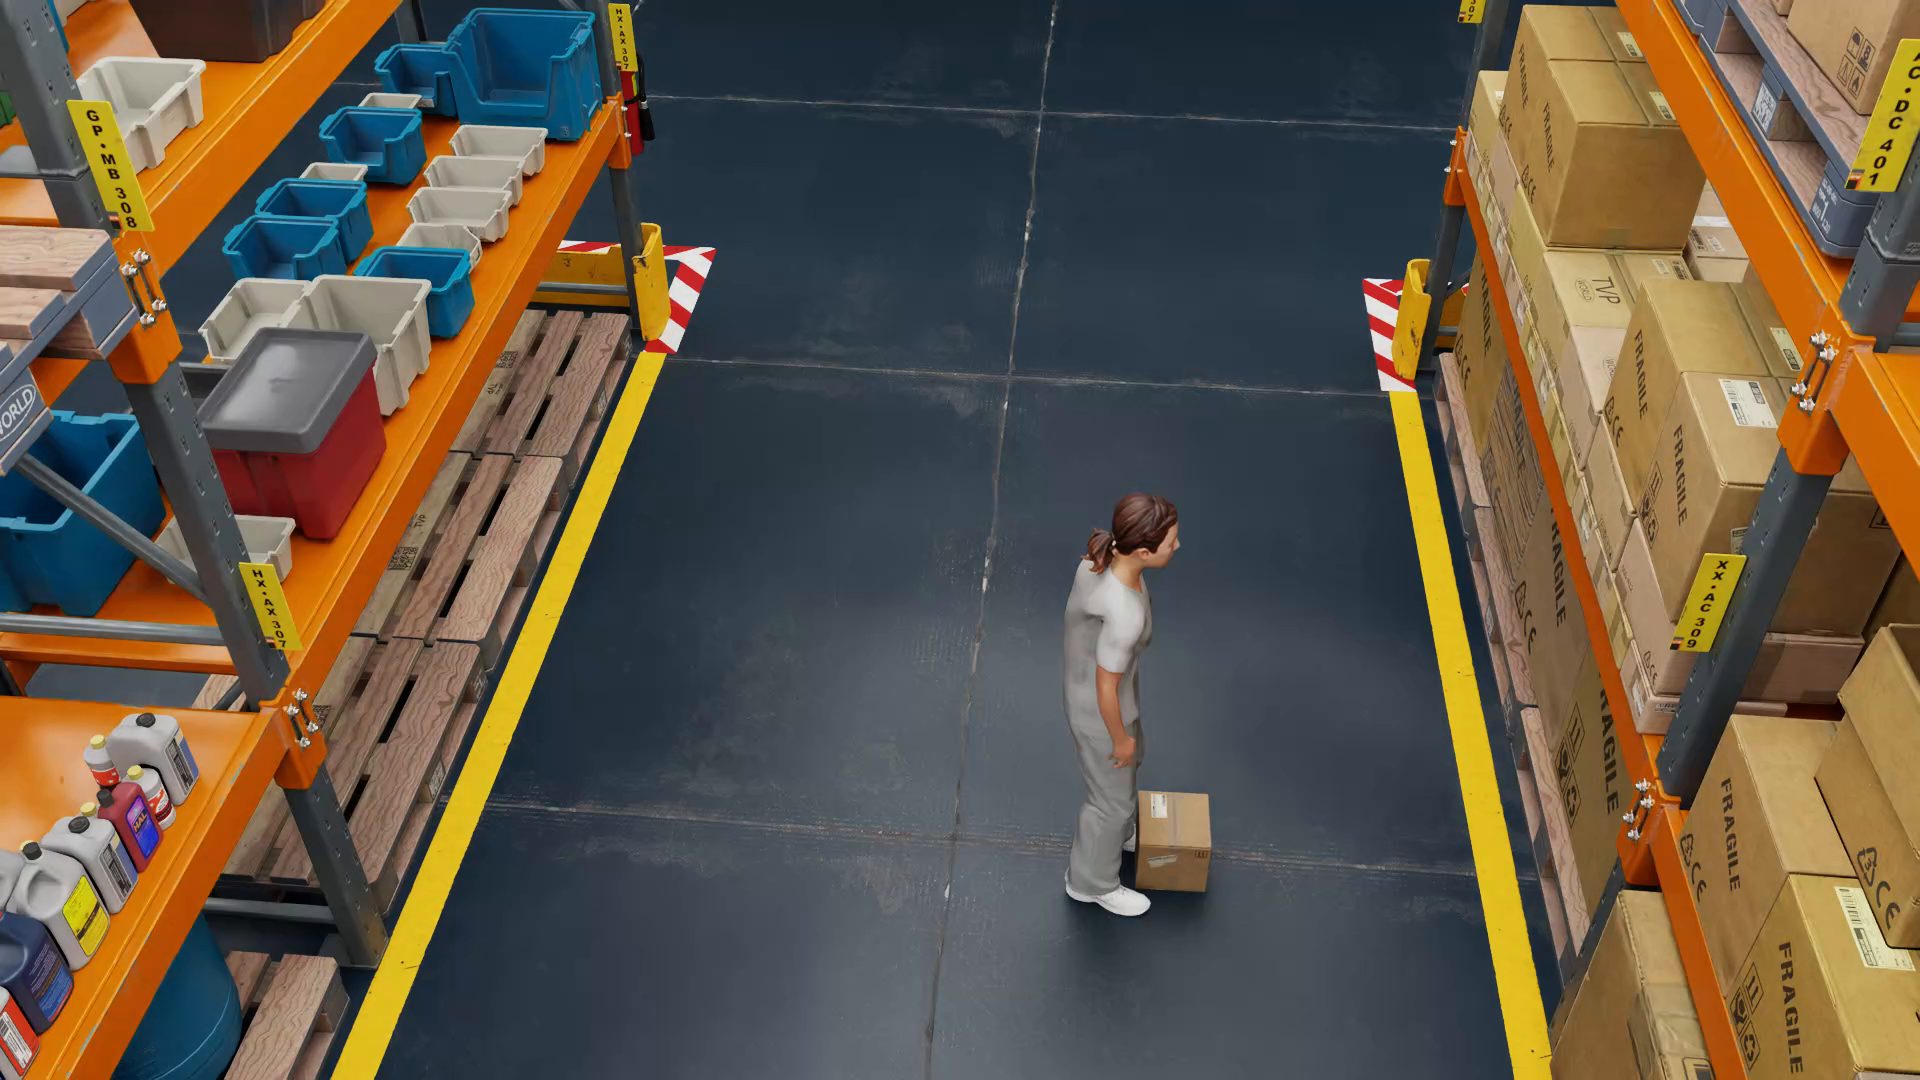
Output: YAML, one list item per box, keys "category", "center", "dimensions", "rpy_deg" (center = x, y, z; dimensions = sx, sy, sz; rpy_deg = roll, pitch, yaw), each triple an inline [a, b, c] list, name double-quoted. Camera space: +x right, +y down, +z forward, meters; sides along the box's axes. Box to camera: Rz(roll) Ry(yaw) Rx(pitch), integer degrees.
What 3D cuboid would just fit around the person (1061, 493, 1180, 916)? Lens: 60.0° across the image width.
- category: "person"
  center: [0.539, 0.533, 5.528]
  dimensions: [0.416, 1.671, 0.503]
  rpy_deg: [1, 40, 1]
